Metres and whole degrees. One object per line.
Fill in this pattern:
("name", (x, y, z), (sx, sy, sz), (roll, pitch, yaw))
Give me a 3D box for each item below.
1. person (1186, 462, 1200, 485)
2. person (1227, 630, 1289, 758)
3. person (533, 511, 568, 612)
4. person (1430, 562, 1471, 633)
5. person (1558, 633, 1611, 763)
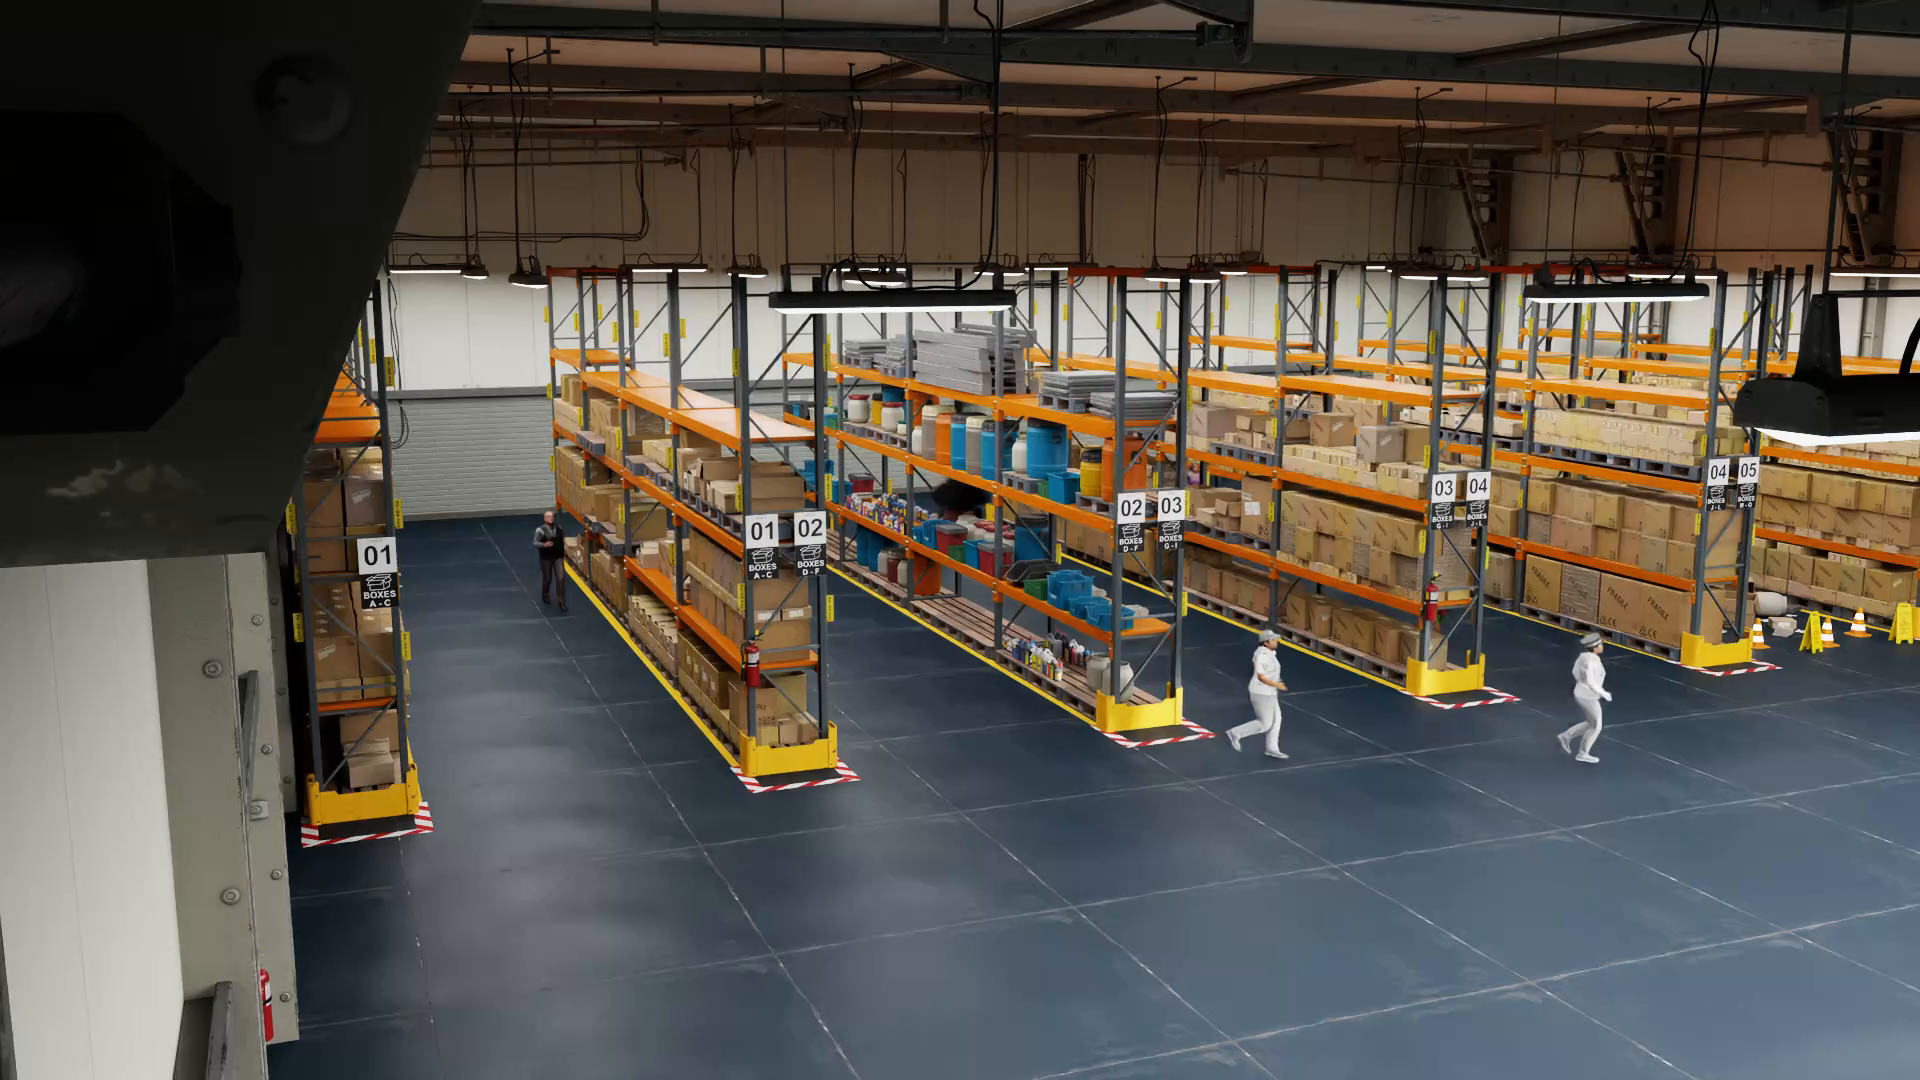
("person", (5.243, -0.927, 37.403), (0.508, 1.622, 0.728), (-4, 11, -23))
("person", (3.767, 1.934, 20.924), (0.779, 1.664, 0.614), (2, 10, 10))
("person", (-7.253, 0.355, 29.520), (0.652, 1.742, 0.902), (-6, 11, -30))
("person", (7.985, 0.724, 27.428), (0.643, 1.700, 0.880), (-7, 12, -36))
("person", (7.769, 1.962, 20.651), (0.553, 1.662, 0.628), (1, 10, 7))
